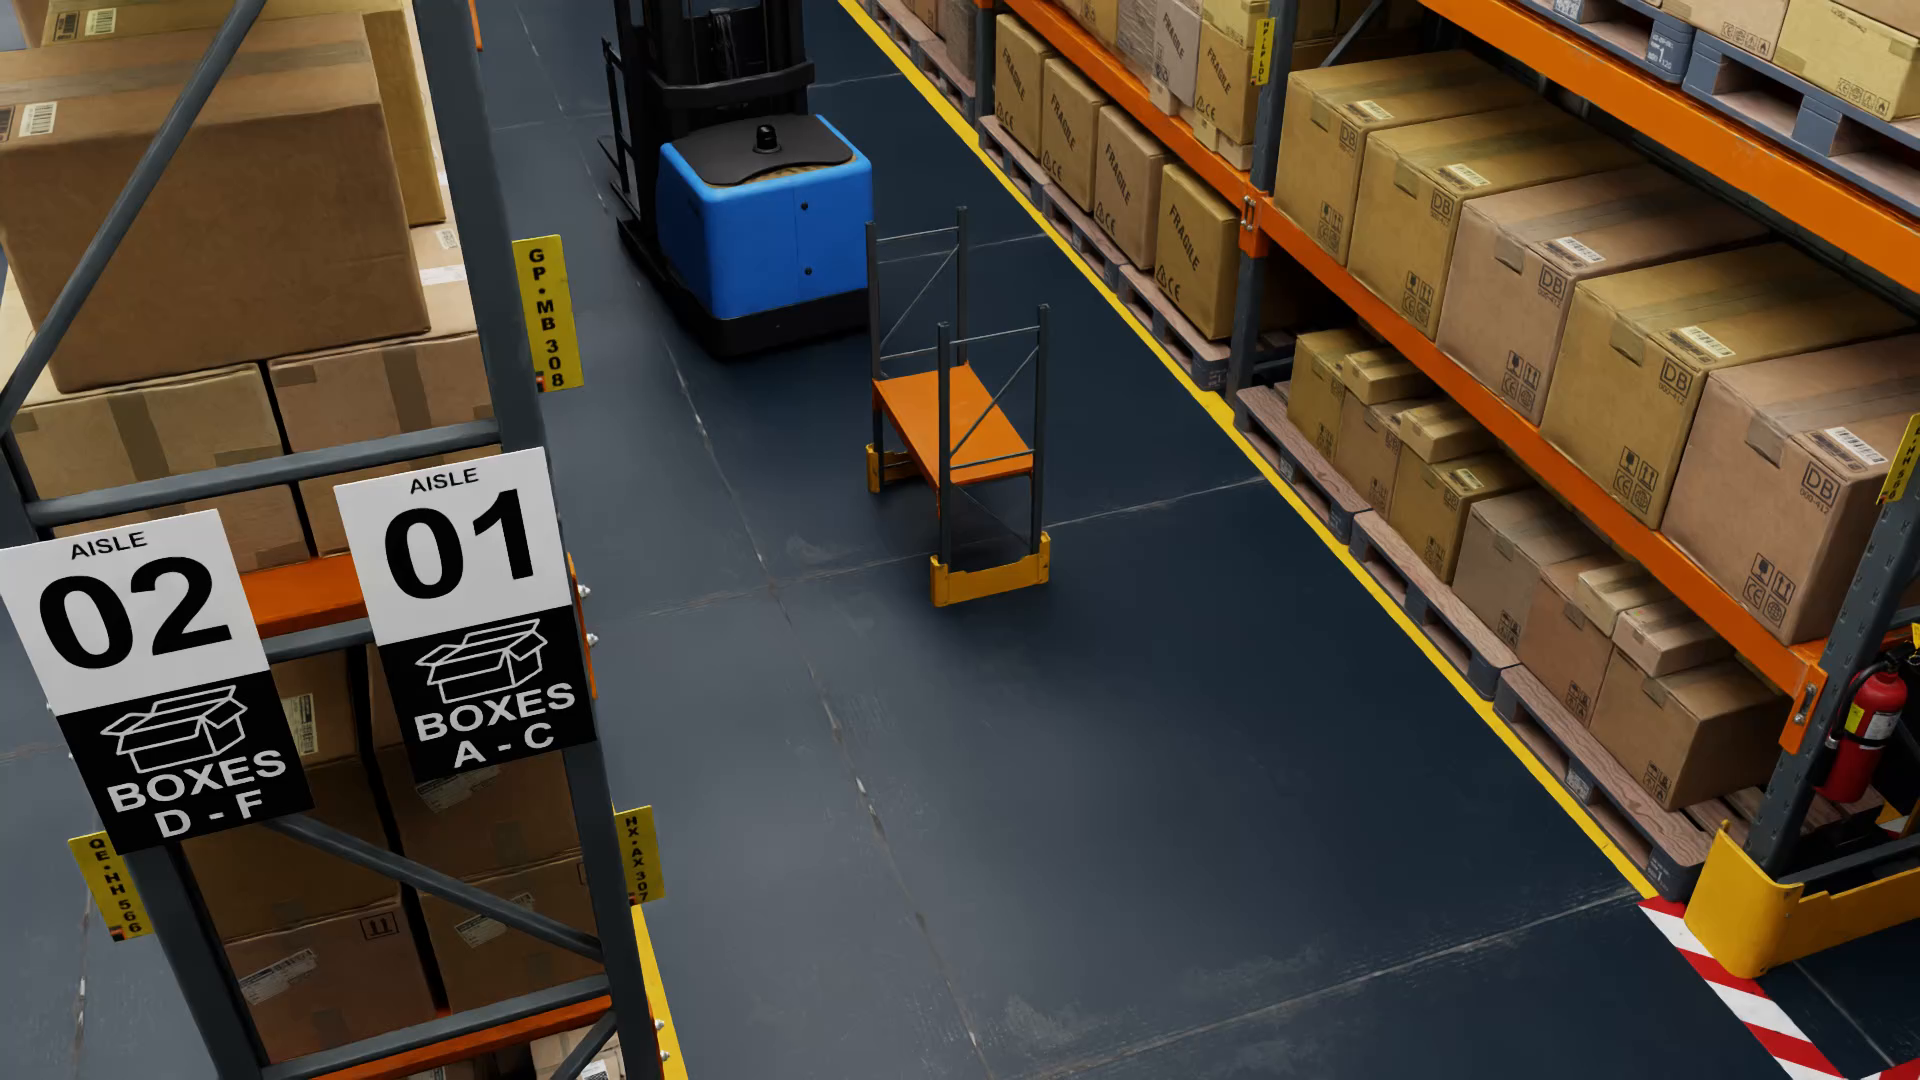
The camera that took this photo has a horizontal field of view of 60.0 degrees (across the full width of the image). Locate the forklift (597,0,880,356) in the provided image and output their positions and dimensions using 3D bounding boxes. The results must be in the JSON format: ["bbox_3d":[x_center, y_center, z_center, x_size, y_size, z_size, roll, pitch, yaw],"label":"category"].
[{"bbox_3d":[-1.584,-3.110,10.003,1.130,2.935,3.031,-16,40,-21],"label":"forklift"}]

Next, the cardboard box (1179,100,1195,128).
[{"bbox_3d":[1.439,-2.386,9.178,0.380,0.149,0.250,-11,38,-15],"label":"cardboard box"}]

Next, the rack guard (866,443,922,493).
[{"bbox_3d":[-0.198,-0.424,8.666,0.587,0.250,0.087,-12,39,-16],"label":"rack guard"}]

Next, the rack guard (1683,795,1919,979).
[{"bbox_3d":[3.362,1.219,6.277,1.175,0.500,0.348,-12,39,-16],"label":"rack guard"}]

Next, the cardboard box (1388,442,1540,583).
[{"bbox_3d":[2.482,-0.204,7.816,0.700,0.500,0.500,-12,39,-15],"label":"cardboard box"}]

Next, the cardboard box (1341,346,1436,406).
[{"bbox_3d":[2.085,-0.807,8.077,0.380,0.149,0.250,-11,38,-14],"label":"cardboard box"}]

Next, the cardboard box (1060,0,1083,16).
[{"bbox_3d":[0.869,-3.574,10.215,0.500,0.500,0.500,-13,39,-16],"label":"cardboard box"}]

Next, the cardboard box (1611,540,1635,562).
[{"bbox_3d":[2.989,0.005,7.000,0.380,0.149,0.250,-12,39,-16],"label":"cardboard box"}]

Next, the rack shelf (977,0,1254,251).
[{"bbox_3d":[1.289,-2.896,10.259,1.077,0.370,4.000,-12,39,-16],"label":"rack shelf"}]

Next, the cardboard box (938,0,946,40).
[{"bbox_3d":[0.236,-4.201,13.106,0.700,0.500,0.500,-13,39,-16],"label":"cardboard box"}]

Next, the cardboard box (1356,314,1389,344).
[{"bbox_3d":[2.275,-1.161,8.548,0.380,0.149,0.250,-13,39,-16],"label":"cardboard box"}]

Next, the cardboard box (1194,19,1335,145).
[{"bbox_3d":[1.582,-2.428,8.694,0.500,0.500,0.500,-13,39,-17],"label":"cardboard box"}]

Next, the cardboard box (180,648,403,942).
[{"bbox_3d":[-1.708,0.600,4.106,0.500,0.500,0.500,-13,39,-16],"label":"cardboard box"}]

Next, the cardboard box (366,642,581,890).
[{"bbox_3d":[-1.201,0.490,4.253,0.500,0.500,0.500,-11,38,-15],"label":"cardboard box"}]

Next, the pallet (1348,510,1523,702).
[{"bbox_3d":[2.589,0.197,7.874,1.003,0.211,1.213,-12,39,-16],"label":"pallet"}]

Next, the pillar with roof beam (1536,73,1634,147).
[{"bbox_3d":[-1.012,-3.342,5.267,9.100,9.000,0.400,-12,39,-16],"label":"pillar with roof beam"}]

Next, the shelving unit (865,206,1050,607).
[{"bbox_3d":[-0.026,-0.642,7.916,0.587,1.500,1.083,-12,39,-16],"label":"shelving unit"}]

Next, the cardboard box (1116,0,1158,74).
[{"bbox_3d":[1.232,-3.000,9.453,0.500,0.500,0.500,-12,39,-16],"label":"cardboard box"}]

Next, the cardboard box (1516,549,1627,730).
[{"bbox_3d":[2.846,0.380,7.041,0.700,0.500,0.500,-13,39,-16],"label":"cardboard box"}]

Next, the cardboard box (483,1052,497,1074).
[{"bbox_3d":[-1.770,1.687,5.567,0.380,0.166,0.250,-12,39,-16],"label":"cardboard box"}]

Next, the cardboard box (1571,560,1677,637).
[{"bbox_3d":[2.715,0.224,6.709,0.380,0.149,0.250,-11,38,-15],"label":"cardboard box"}]

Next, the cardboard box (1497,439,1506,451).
[{"bbox_3d":[2.635,-0.572,7.766,0.380,0.149,0.250,-12,39,-15],"label":"cardboard box"}]

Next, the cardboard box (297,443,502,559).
[{"bbox_3d":[-1.234,-0.247,3.776,0.500,0.250,0.500,-12,39,-16],"label":"cardboard box"}]

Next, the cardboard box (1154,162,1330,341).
[{"bbox_3d":[1.631,-1.702,9.515,0.750,0.750,0.750,-12,39,-15],"label":"cardboard box"}]

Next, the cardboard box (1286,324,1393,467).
[{"bbox_3d":[2.138,-0.779,8.580,0.700,0.500,0.500,-12,39,-15],"label":"cardboard box"}]

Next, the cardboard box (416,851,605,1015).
[{"bbox_3d":[-1.201,0.889,4.554,0.500,0.500,0.500,-12,39,-15],"label":"cardboard box"}]

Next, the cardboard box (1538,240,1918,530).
[{"bbox_3d":[2.908,-0.608,6.375,0.980,0.700,0.700,-13,39,-16],"label":"cardboard box"}]

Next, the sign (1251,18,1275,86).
[{"bbox_3d":[1.471,-2.366,8.062,0.100,0.325,0.005,-12,39,-16],"label":"sign"}]

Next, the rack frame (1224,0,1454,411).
[{"bbox_3d":[1.977,-2.053,8.543,1.000,3.000,0.127,-12,39,-16],"label":"rack frame"}]

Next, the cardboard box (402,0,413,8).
[{"bbox_3d":[-1.912,-1.579,5.129,0.500,0.250,0.500,-12,39,-16],"label":"cardboard box"}]

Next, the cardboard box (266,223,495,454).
[{"bbox_3d":[-1.229,-0.448,3.628,0.500,0.250,0.500,-12,39,-16],"label":"cardboard box"}]

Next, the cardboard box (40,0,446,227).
[{"bbox_3d":[-1.581,-0.990,3.724,0.700,0.500,0.500,-12,39,-16],"label":"cardboard box"}]

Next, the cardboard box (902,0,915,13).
[{"bbox_3d":[-0.144,-4.759,13.847,0.700,0.500,0.500,-12,39,-15],"label":"cardboard box"}]

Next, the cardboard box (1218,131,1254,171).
[{"bbox_3d":[1.595,-2.093,8.788,0.380,0.149,0.250,-12,39,-16],"label":"cardboard box"}]

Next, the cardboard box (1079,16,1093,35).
[{"bbox_3d":[0.965,-3.265,10.345,0.380,0.149,0.250,-12,39,-15],"label":"cardboard box"}]

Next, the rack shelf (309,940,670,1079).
[{"bbox_3d":[-1.985,0.392,5.895,1.077,0.370,4.000,-12,39,-16],"label":"rack shelf"}]

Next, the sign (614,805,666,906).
[{"bbox_3d":[-0.787,0.776,4.067,0.100,0.325,0.005,-12,39,-16],"label":"sign"}]

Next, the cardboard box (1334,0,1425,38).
[{"bbox_3d":[2.063,-2.833,8.608,0.500,0.250,0.500,-11,38,-15],"label":"cardboard box"}]

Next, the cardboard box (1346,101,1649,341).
[{"bbox_3d":[2.394,-1.450,7.492,0.980,0.700,0.700,-13,39,-17],"label":"cardboard box"}]

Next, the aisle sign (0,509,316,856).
[{"bbox_3d":[-1.560,0.298,3.261,0.394,0.787,0.004,-12,39,-16],"label":"aisle sign"}]

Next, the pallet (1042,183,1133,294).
[{"bbox_3d":[1.217,-2.050,10.856,1.003,0.211,1.213,-12,39,-16],"label":"pallet"}]

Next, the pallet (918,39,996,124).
[{"bbox_3d":[0.333,-3.641,12.968,1.003,0.211,1.213,-12,39,-16],"label":"pallet"}]

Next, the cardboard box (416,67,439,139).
[{"bbox_3d":[-1.572,-1.013,4.378,0.500,0.250,0.500,-12,39,-16],"label":"cardboard box"}]

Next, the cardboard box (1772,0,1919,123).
[{"bbox_3d":[2.852,-1.498,5.006,0.500,0.250,0.500,-11,38,-15],"label":"cardboard box"}]

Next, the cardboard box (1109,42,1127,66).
[{"bbox_3d":[1.118,-2.972,9.955,0.380,0.149,0.250,-11,38,-15],"label":"cardboard box"}]

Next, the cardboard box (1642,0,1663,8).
[{"bbox_3d":[2.488,-2.085,5.785,0.500,0.250,0.500,-14,39,-17],"label":"cardboard box"}]

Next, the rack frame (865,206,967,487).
[{"bbox_3d":[-0.204,-0.934,8.304,0.500,1.500,0.032,-12,39,-16],"label":"rack frame"}]

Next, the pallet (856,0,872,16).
[{"bbox_3d":[-0.507,-5.019,14.798,1.003,0.211,1.213,-12,39,-16],"label":"pallet"}]

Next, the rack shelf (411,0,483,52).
[{"bbox_3d":[-1.985,-2.003,4.091,1.077,0.370,4.000,-12,39,-16],"label":"rack shelf"}]

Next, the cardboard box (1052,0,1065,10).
[{"bbox_3d":[0.789,-3.558,10.733,0.380,0.149,0.250,-13,39,-16],"label":"cardboard box"}]

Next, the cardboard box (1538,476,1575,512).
[{"bbox_3d":[2.812,-0.283,7.383,0.380,0.149,0.250,-12,39,-15],"label":"cardboard box"}]

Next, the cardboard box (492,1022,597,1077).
[{"bbox_3d":[-1.389,1.509,5.734,0.500,0.250,0.500,-12,39,-16],"label":"cardboard box"}]

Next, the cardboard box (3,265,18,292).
[{"bbox_3d":[-1.885,-0.623,3.861,0.500,0.250,0.500,-12,39,-16],"label":"cardboard box"}]

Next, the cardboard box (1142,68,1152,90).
[{"bbox_3d":[1.271,-2.675,9.561,0.380,0.149,0.250,-12,39,-16],"label":"cardboard box"}]

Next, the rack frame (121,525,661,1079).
[{"bbox_3d":[-1.296,1.234,4.179,1.000,3.000,0.127,-12,39,-16],"label":"rack frame"}]

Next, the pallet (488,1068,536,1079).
[{"bbox_3d":[-1.598,1.855,5.672,1.003,0.211,1.213,-12,39,-16],"label":"pallet"}]

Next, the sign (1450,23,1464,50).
[{"bbox_3d":[2.498,-2.546,8.412,0.100,0.325,0.005,-12,39,-16],"label":"sign"}]

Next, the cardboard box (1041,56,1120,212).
[{"bbox_3d":[1.026,-2.683,10.817,0.750,0.750,0.750,-13,39,-16],"label":"cardboard box"}]

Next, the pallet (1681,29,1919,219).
[{"bbox_3d":[3.088,-1.373,5.221,1.003,0.211,1.213,-12,39,-16],"label":"pallet"}]
